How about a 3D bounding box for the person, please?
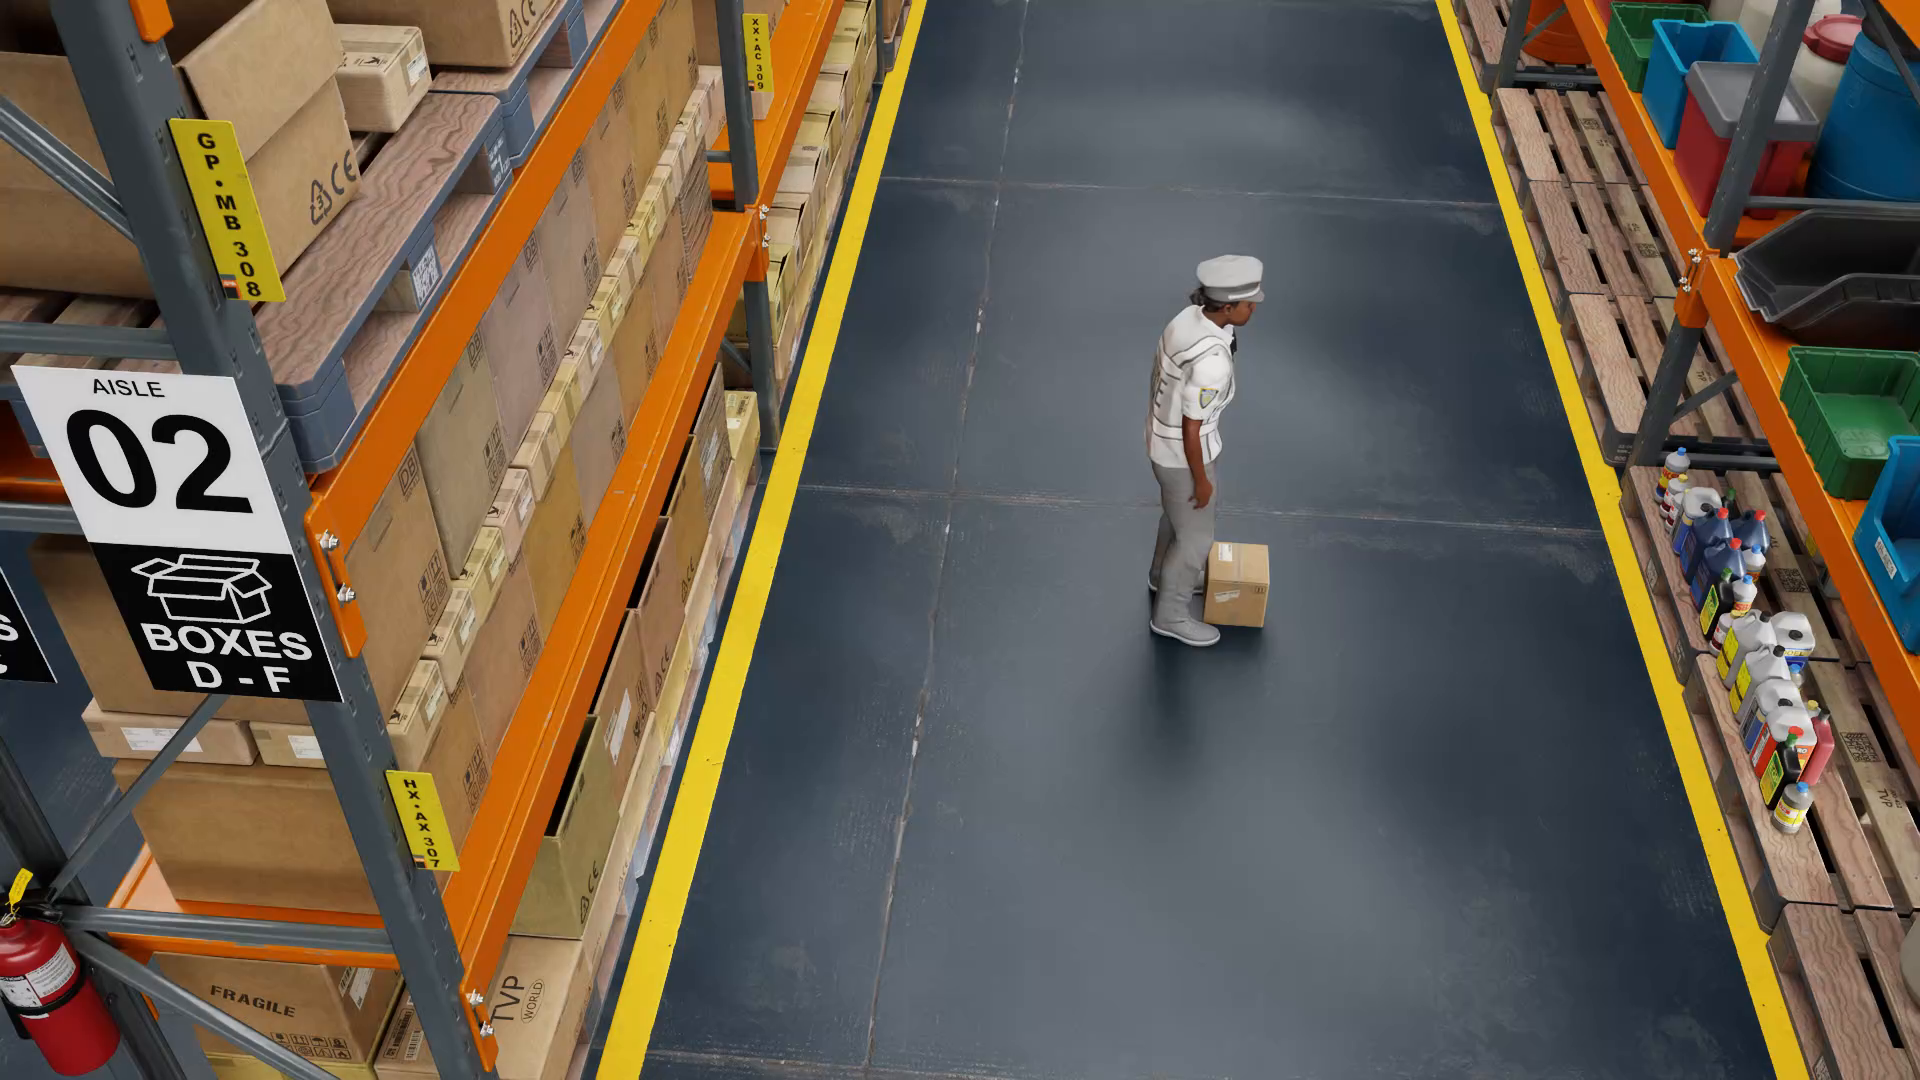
[{"bbox_3d":[0.926,-0.353,6.575,0.397,1.655,0.516,2,40,2],"label":"person"}]
